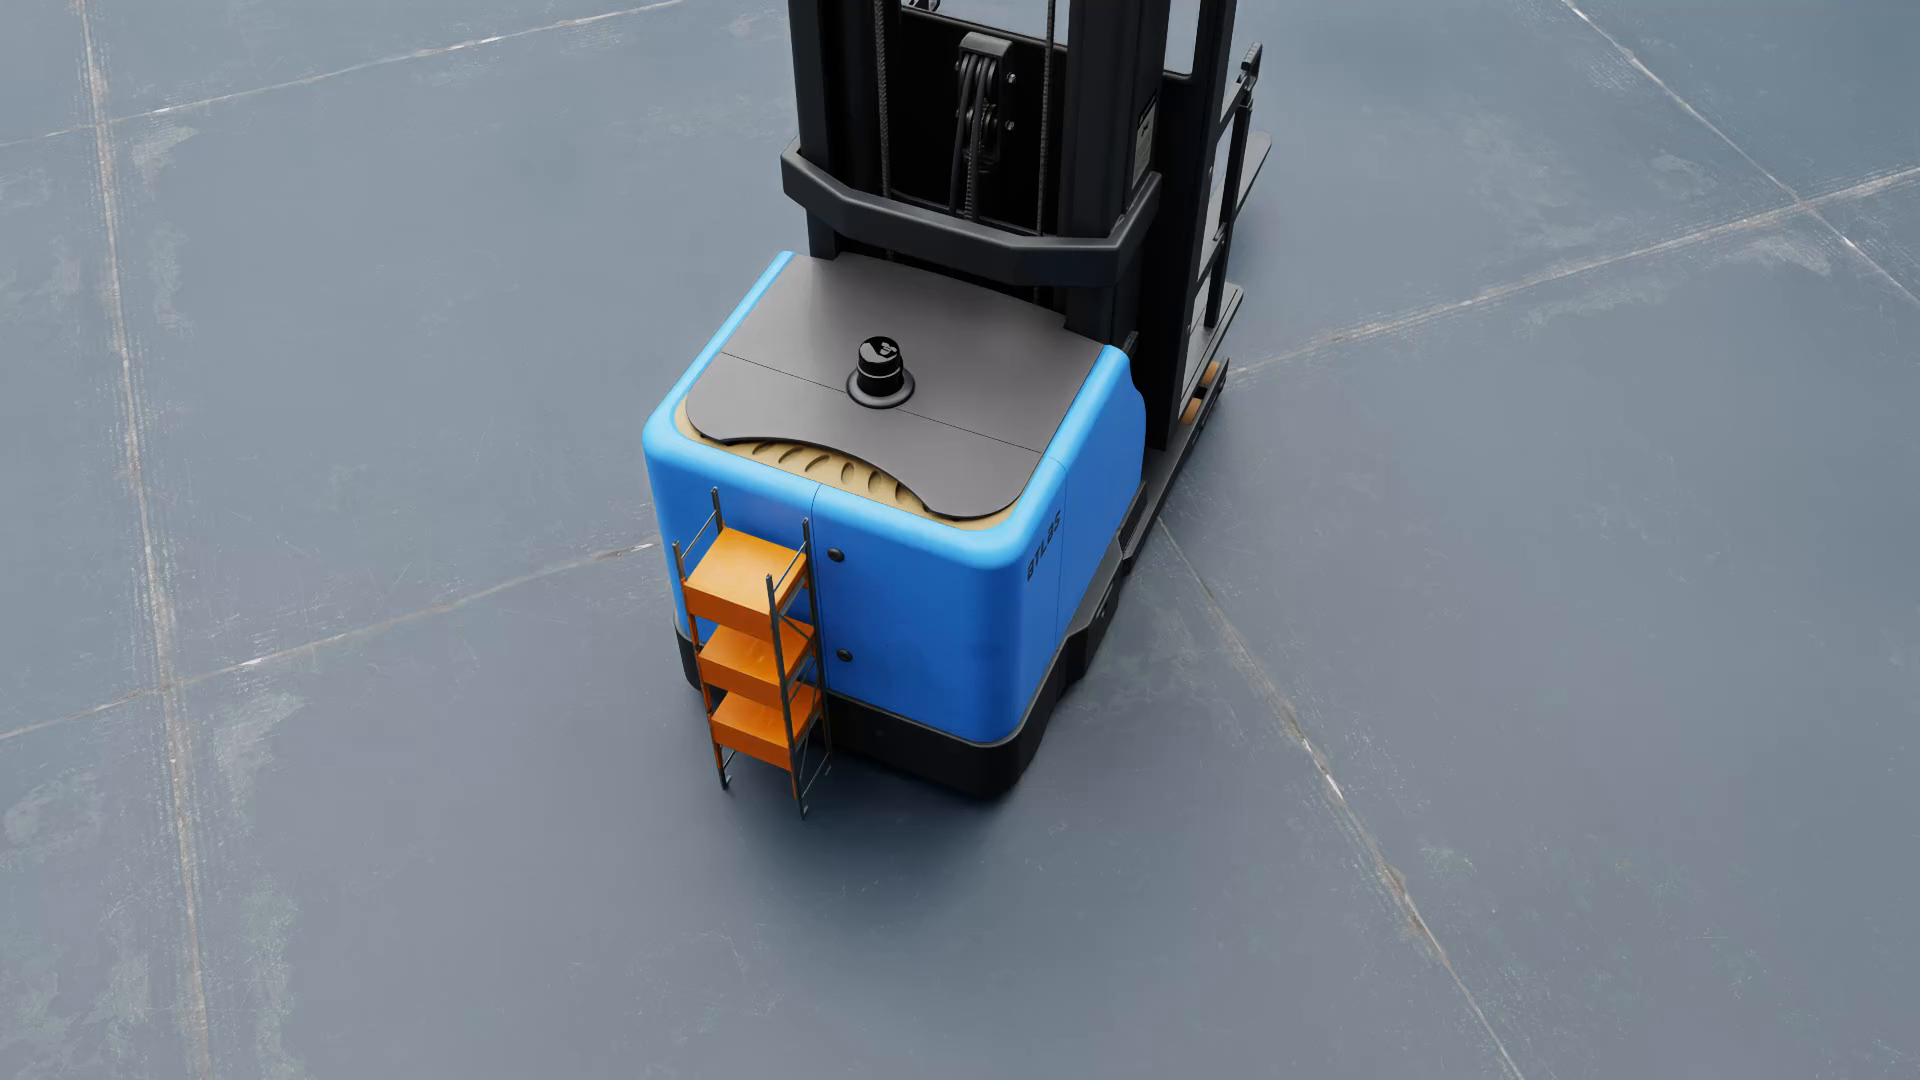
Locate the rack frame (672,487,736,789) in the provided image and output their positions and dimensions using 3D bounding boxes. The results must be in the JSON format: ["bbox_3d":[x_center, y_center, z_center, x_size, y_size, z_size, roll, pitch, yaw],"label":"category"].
[{"bbox_3d":[-0.624,0.285,4.313,0.008,1.050,0.200,19,52,15],"label":"rack frame"}]

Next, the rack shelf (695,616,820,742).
[{"bbox_3d":[-0.512,0.329,4.289,0.240,0.259,0.215,19,52,15],"label":"rack shelf"}]

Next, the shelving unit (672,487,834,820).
[{"bbox_3d":[-0.512,0.322,4.281,0.252,1.050,0.215,19,52,15],"label":"shelving unit"}]

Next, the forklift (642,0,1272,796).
[{"bbox_3d":[0.255,-1.392,4.514,1.130,2.935,3.031,19,52,15],"label":"forklift"}]

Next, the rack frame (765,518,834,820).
[{"bbox_3d":[-0.400,0.360,4.249,0.008,1.050,0.200,19,52,15],"label":"rack frame"}]

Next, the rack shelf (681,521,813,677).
[{"bbox_3d":[-0.512,0.144,4.074,0.240,0.259,0.215,19,52,15],"label":"rack shelf"}]

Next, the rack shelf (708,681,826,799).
[{"bbox_3d":[-0.512,0.510,4.500,0.240,0.259,0.215,19,52,15],"label":"rack shelf"}]
